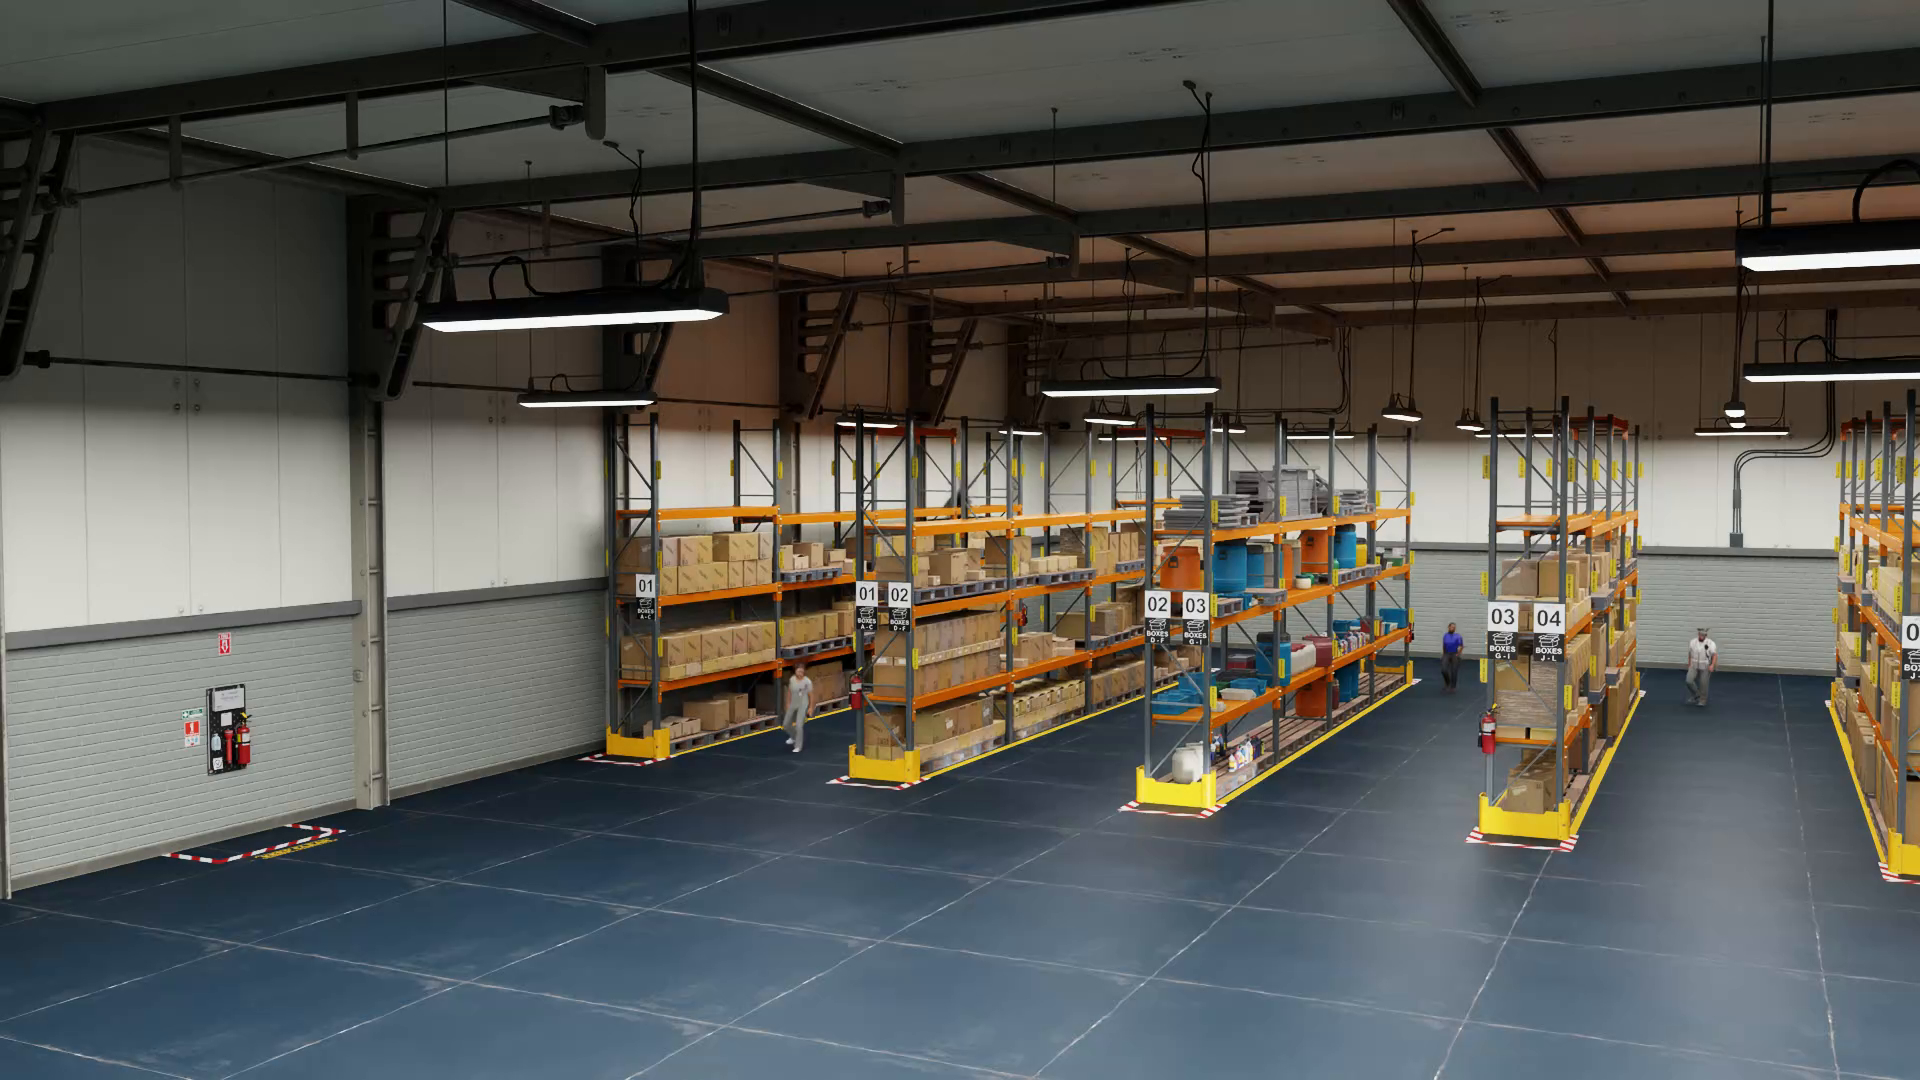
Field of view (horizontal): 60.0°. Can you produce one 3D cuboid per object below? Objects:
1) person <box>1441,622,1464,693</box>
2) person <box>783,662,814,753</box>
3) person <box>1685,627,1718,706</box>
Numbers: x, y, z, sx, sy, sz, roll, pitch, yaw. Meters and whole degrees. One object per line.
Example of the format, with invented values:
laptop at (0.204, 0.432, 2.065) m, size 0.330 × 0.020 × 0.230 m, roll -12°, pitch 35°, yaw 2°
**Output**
person at (10.983, 2.631, 37.167) m, size 0.572 × 1.612 × 0.760 m, roll 1°, pitch 3°, yaw 30°
person at (-2.846, 2.948, 29.468) m, size 0.691 × 1.611 × 0.627 m, roll 1°, pitch 3°, yaw 20°
person at (15.617, 2.676, 35.037) m, size 0.677 × 1.690 × 0.693 m, roll 2°, pitch 3°, yaw 38°
